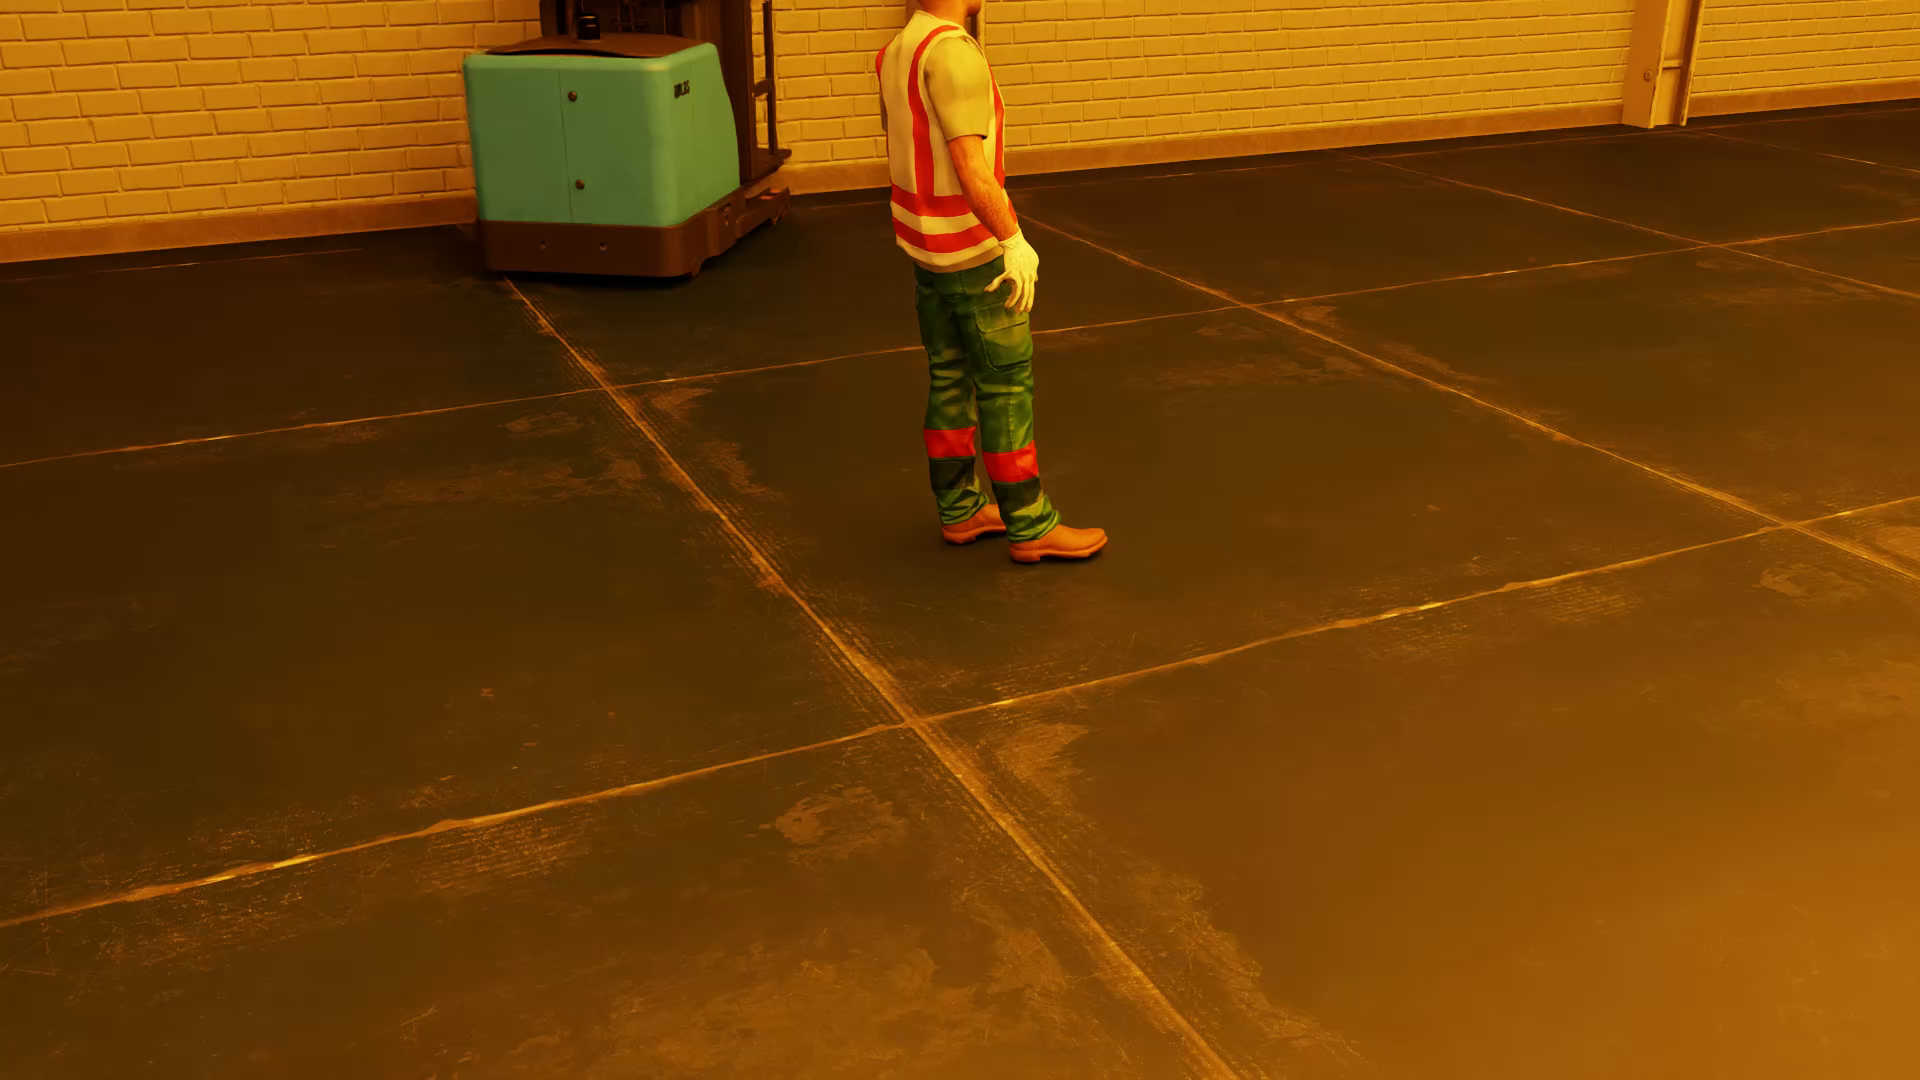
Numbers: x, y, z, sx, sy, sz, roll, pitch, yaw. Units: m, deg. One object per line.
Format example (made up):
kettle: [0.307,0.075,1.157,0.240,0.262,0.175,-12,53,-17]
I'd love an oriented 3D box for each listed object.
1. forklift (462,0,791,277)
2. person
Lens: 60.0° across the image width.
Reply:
forklift: [-1.590,-3.141,8.846,1.130,2.935,3.031,4,23,9]
person: [0.078,-0.842,4.782,0.564,1.787,0.637,-10,25,-23]
